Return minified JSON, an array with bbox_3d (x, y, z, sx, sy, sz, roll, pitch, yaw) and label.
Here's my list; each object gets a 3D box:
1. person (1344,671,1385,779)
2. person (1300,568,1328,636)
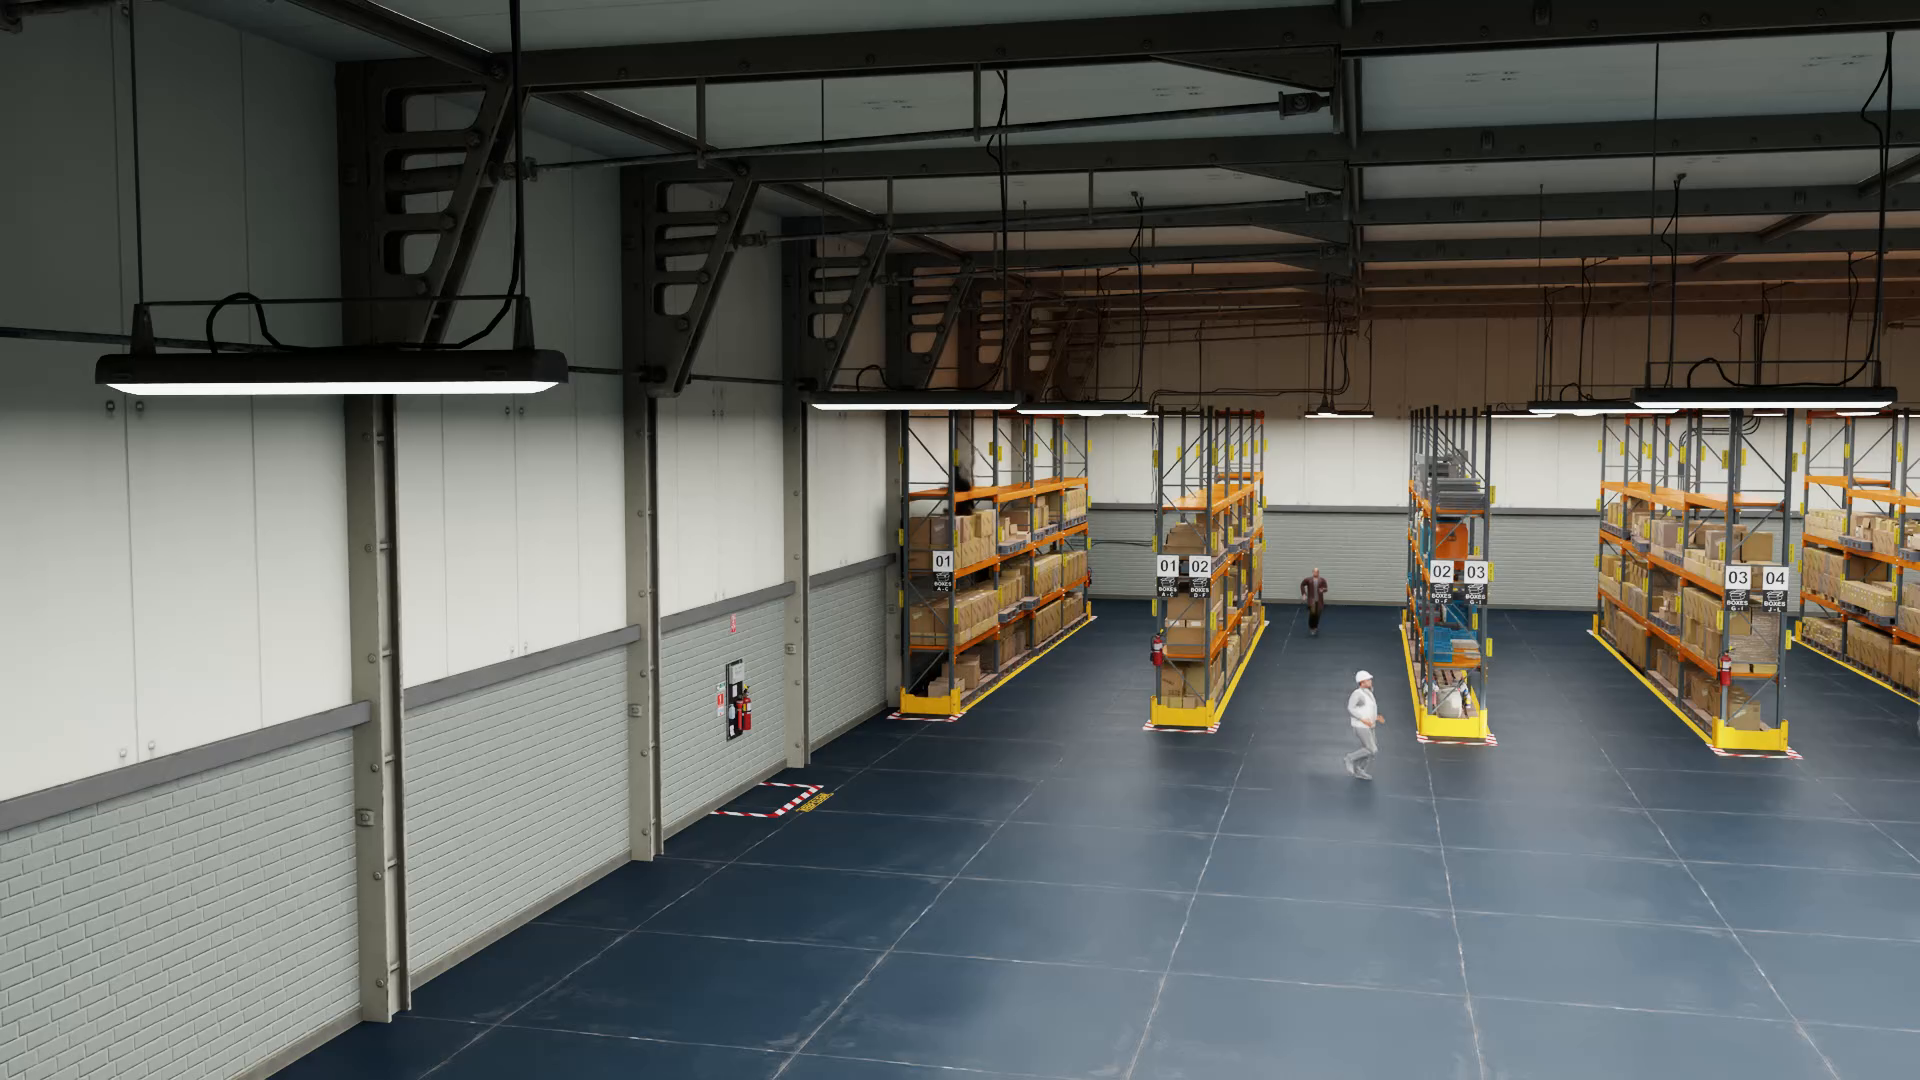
[{"bbox_3d":[6.454,2.952,26.542,0.576,1.726,0.643,3,5,34],"label":"person"},{"bbox_3d":[9.495,1.758,44.493,0.676,1.620,0.804,0,4,-2],"label":"person"}]
